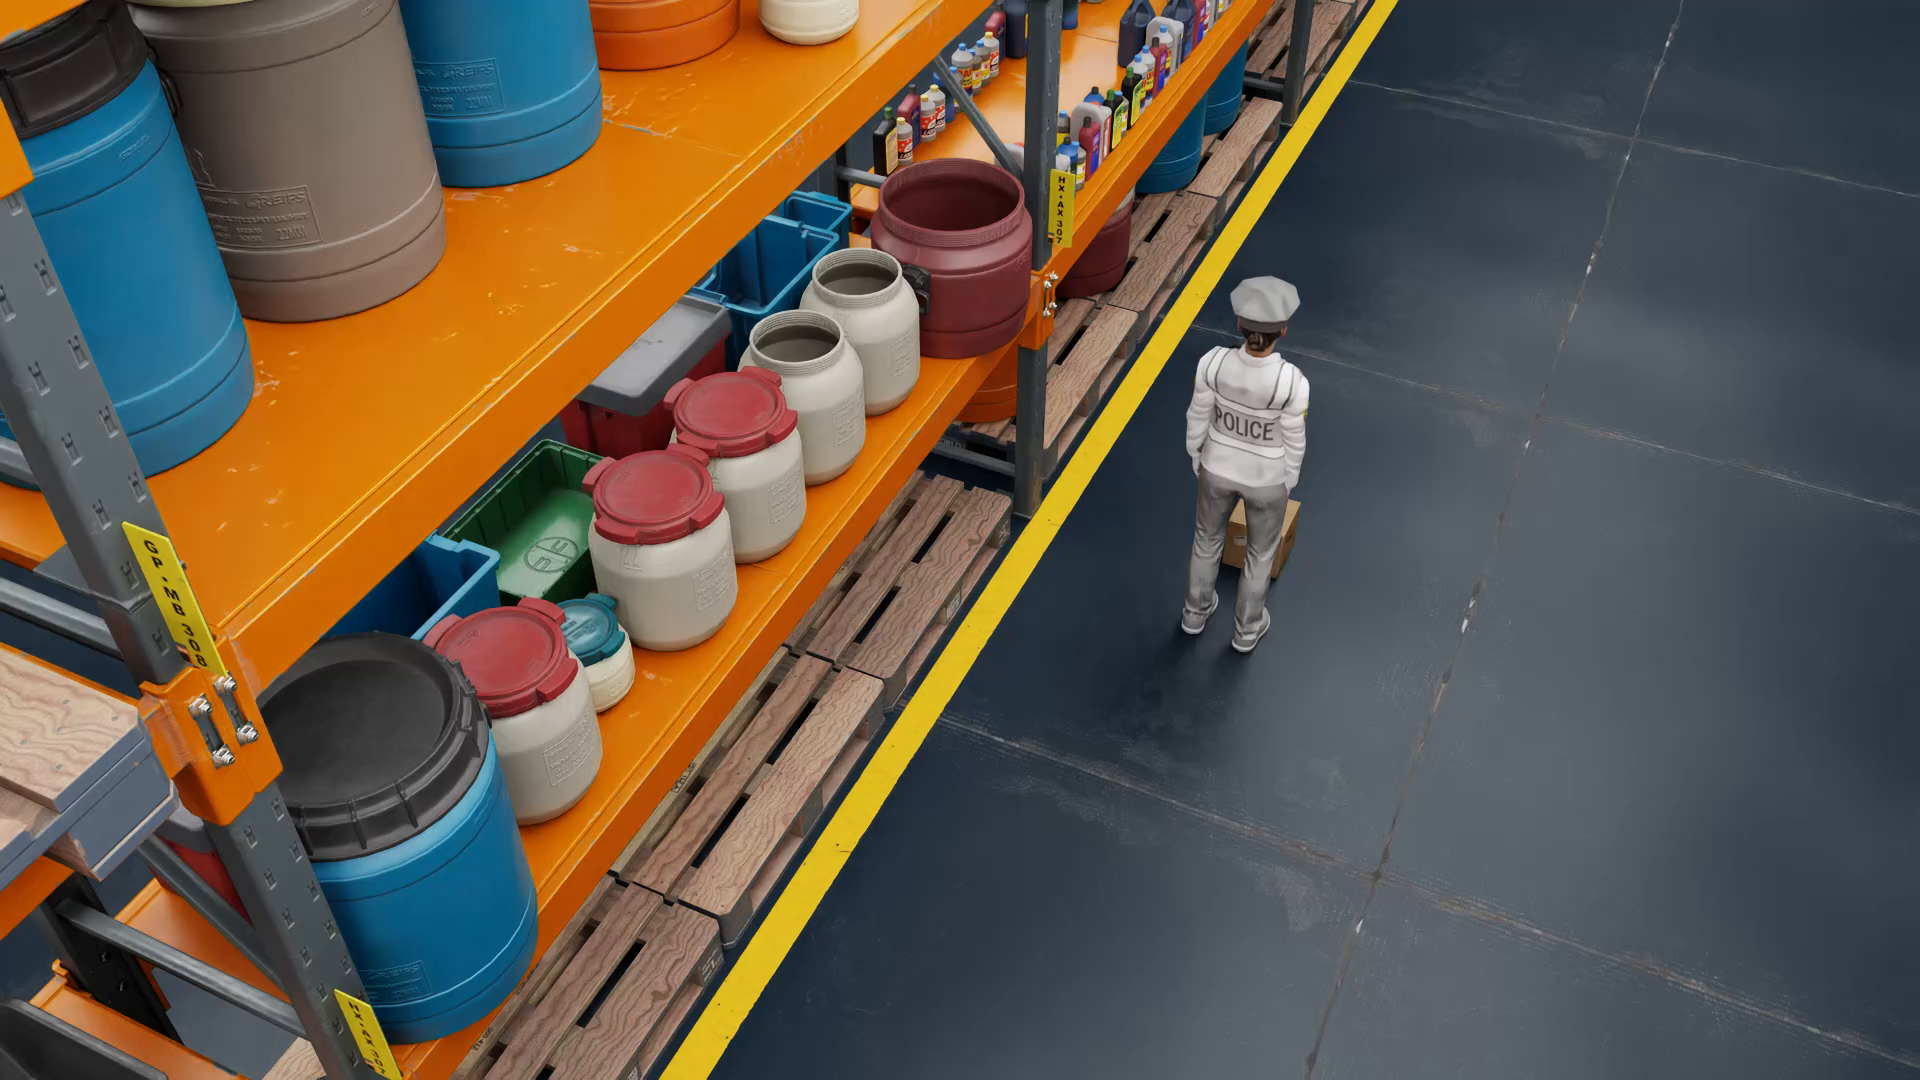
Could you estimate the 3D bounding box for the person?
[{"bbox_3d":[1.095,-0.272,6.464,0.469,1.663,0.328,18,45,19],"label":"person"}]
